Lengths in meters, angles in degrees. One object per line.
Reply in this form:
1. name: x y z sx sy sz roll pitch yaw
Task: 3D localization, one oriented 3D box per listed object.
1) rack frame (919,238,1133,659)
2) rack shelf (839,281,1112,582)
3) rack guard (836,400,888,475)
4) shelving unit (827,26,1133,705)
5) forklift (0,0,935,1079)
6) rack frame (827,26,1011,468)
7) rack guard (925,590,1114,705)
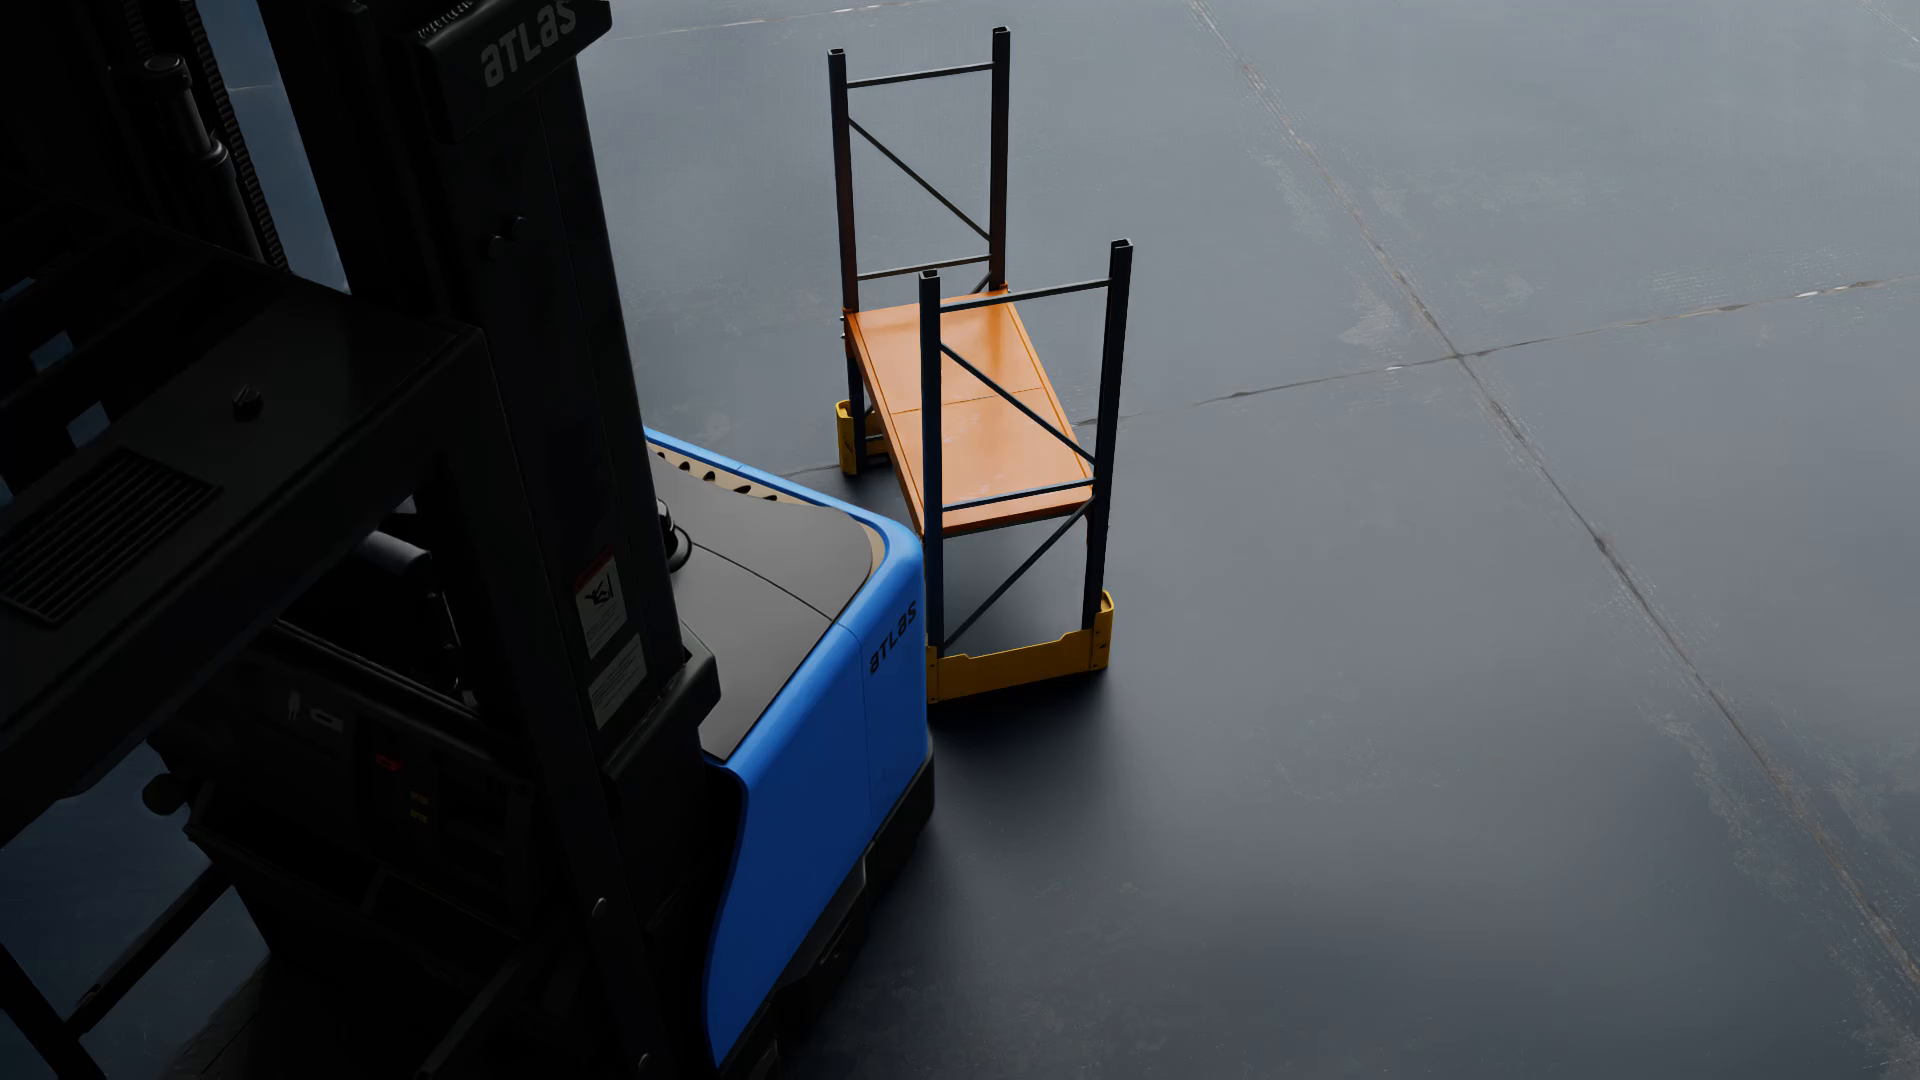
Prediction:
1. rack frame: 0.152 -0.115 4.313 0.500 1.500 0.032 -11 47 -10
2. rack shelf: 0.022 -0.340 4.785 0.538 0.185 1.000 -11 47 -10
3. rack guard: -0.108 -0.379 5.446 0.587 0.250 0.087 -11 47 -10
4. shelving unit: 0.020 -0.472 4.663 0.587 1.500 1.083 -11 47 -10
5. forklift: -1.200 0.477 2.730 1.130 2.935 3.031 21 49 19
6. rack frame: -0.108 -0.817 5.001 0.500 1.500 0.032 -11 47 -10
7. rack guard: 0.147 0.309 4.772 0.587 0.250 0.087 -11 47 -10
